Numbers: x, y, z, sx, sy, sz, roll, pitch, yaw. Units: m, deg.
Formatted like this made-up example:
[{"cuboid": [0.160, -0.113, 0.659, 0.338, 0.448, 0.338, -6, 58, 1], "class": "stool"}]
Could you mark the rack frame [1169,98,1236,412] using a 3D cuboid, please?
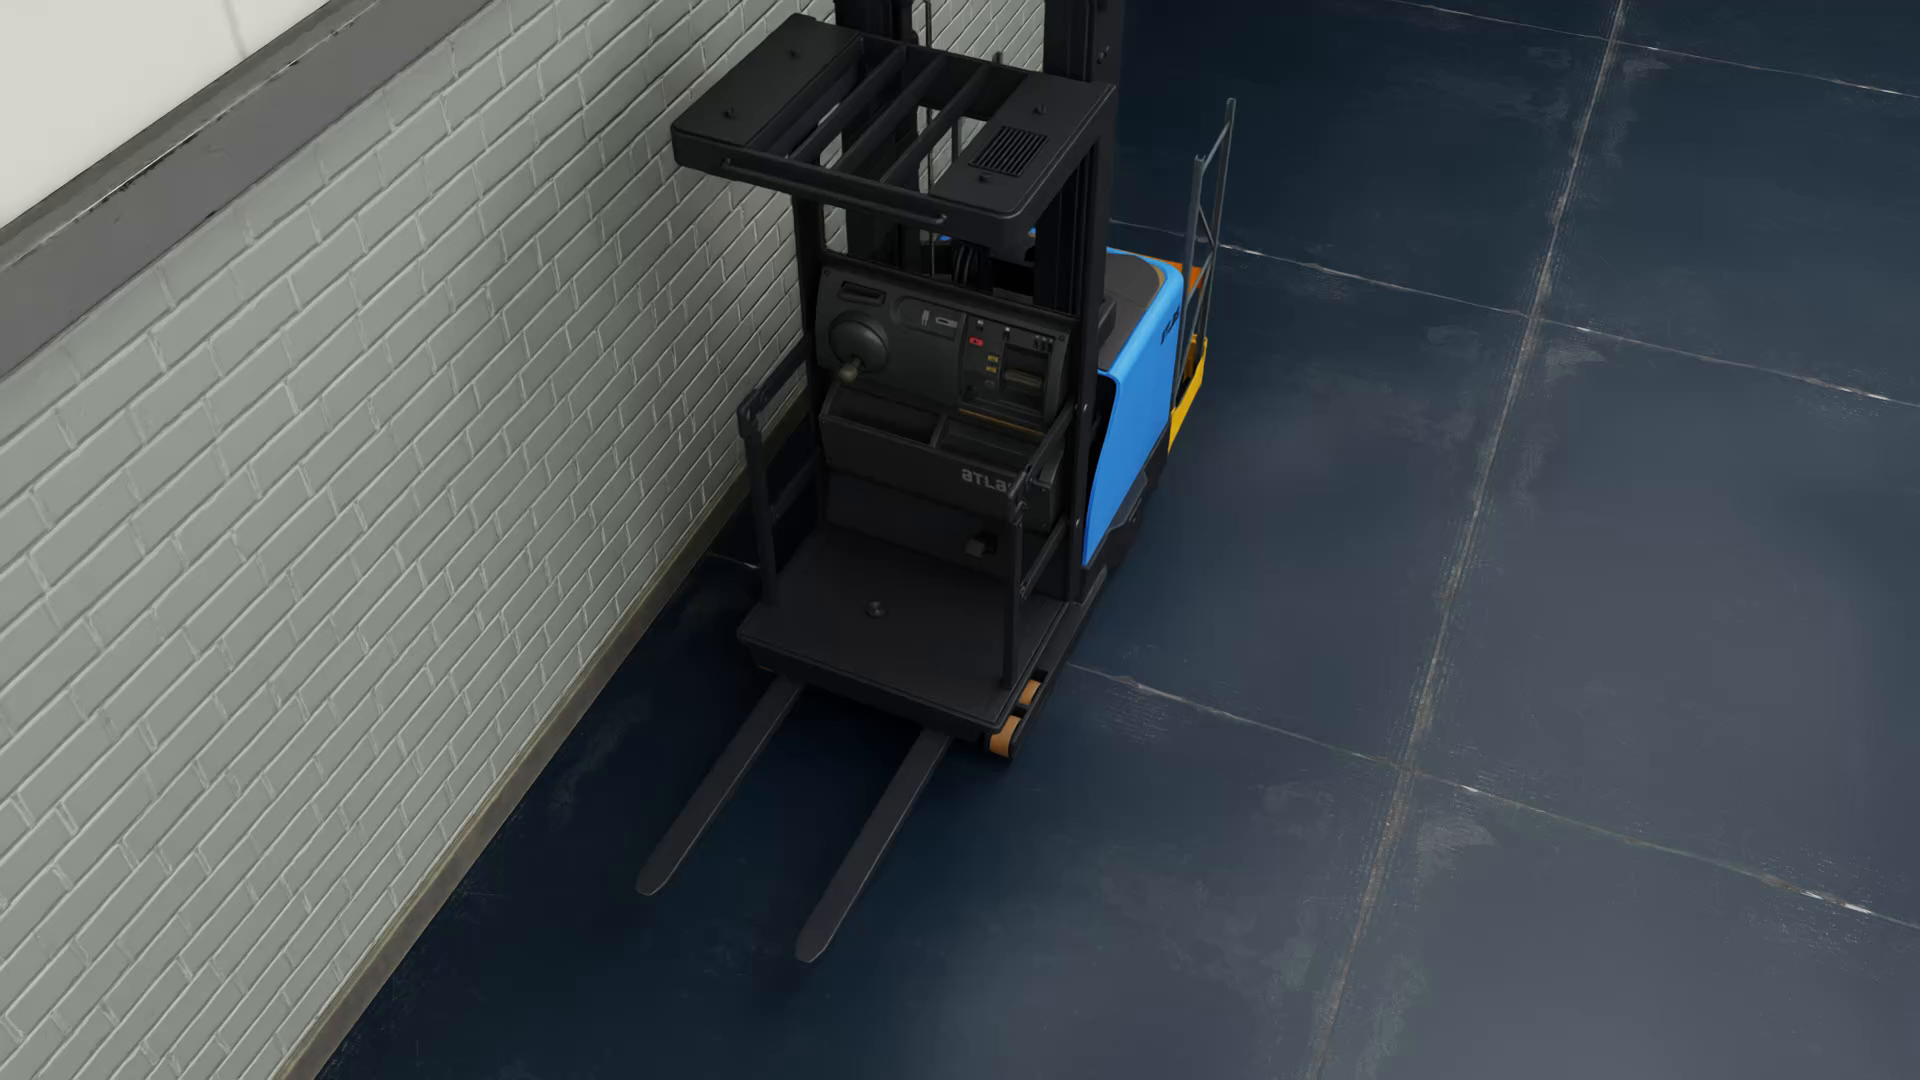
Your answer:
[{"cuboid": [1.016, -1.102, 7.133, 0.032, 1.500, 0.500, 16, 47, 15], "class": "rack frame"}]

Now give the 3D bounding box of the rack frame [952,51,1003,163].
[{"cuboid": [0.075, -1.372, 7.404, 0.032, 1.500, 0.500, 16, 47, 15], "class": "rack frame"}]

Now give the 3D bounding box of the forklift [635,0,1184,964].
[{"cuboid": [-0.159, -0.575, 5.589, 1.130, 2.935, 3.031, 18, 48, 17], "class": "forklift"}]

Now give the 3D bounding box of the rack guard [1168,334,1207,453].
[{"cuboid": [0.998, -0.664, 7.579, 0.087, 0.250, 0.587, 16, 47, 15], "class": "rack guard"}]

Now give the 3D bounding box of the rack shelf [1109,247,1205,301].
[{"cuboid": [0.545, -1.110, 7.395, 1.000, 0.185, 0.538, 16, 47, 15], "class": "rack shelf"}]

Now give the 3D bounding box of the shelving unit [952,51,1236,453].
[{"cuboid": [0.537, -1.240, 7.271, 1.083, 1.500, 0.587, 16, 47, 15], "class": "shelving unit"}]
